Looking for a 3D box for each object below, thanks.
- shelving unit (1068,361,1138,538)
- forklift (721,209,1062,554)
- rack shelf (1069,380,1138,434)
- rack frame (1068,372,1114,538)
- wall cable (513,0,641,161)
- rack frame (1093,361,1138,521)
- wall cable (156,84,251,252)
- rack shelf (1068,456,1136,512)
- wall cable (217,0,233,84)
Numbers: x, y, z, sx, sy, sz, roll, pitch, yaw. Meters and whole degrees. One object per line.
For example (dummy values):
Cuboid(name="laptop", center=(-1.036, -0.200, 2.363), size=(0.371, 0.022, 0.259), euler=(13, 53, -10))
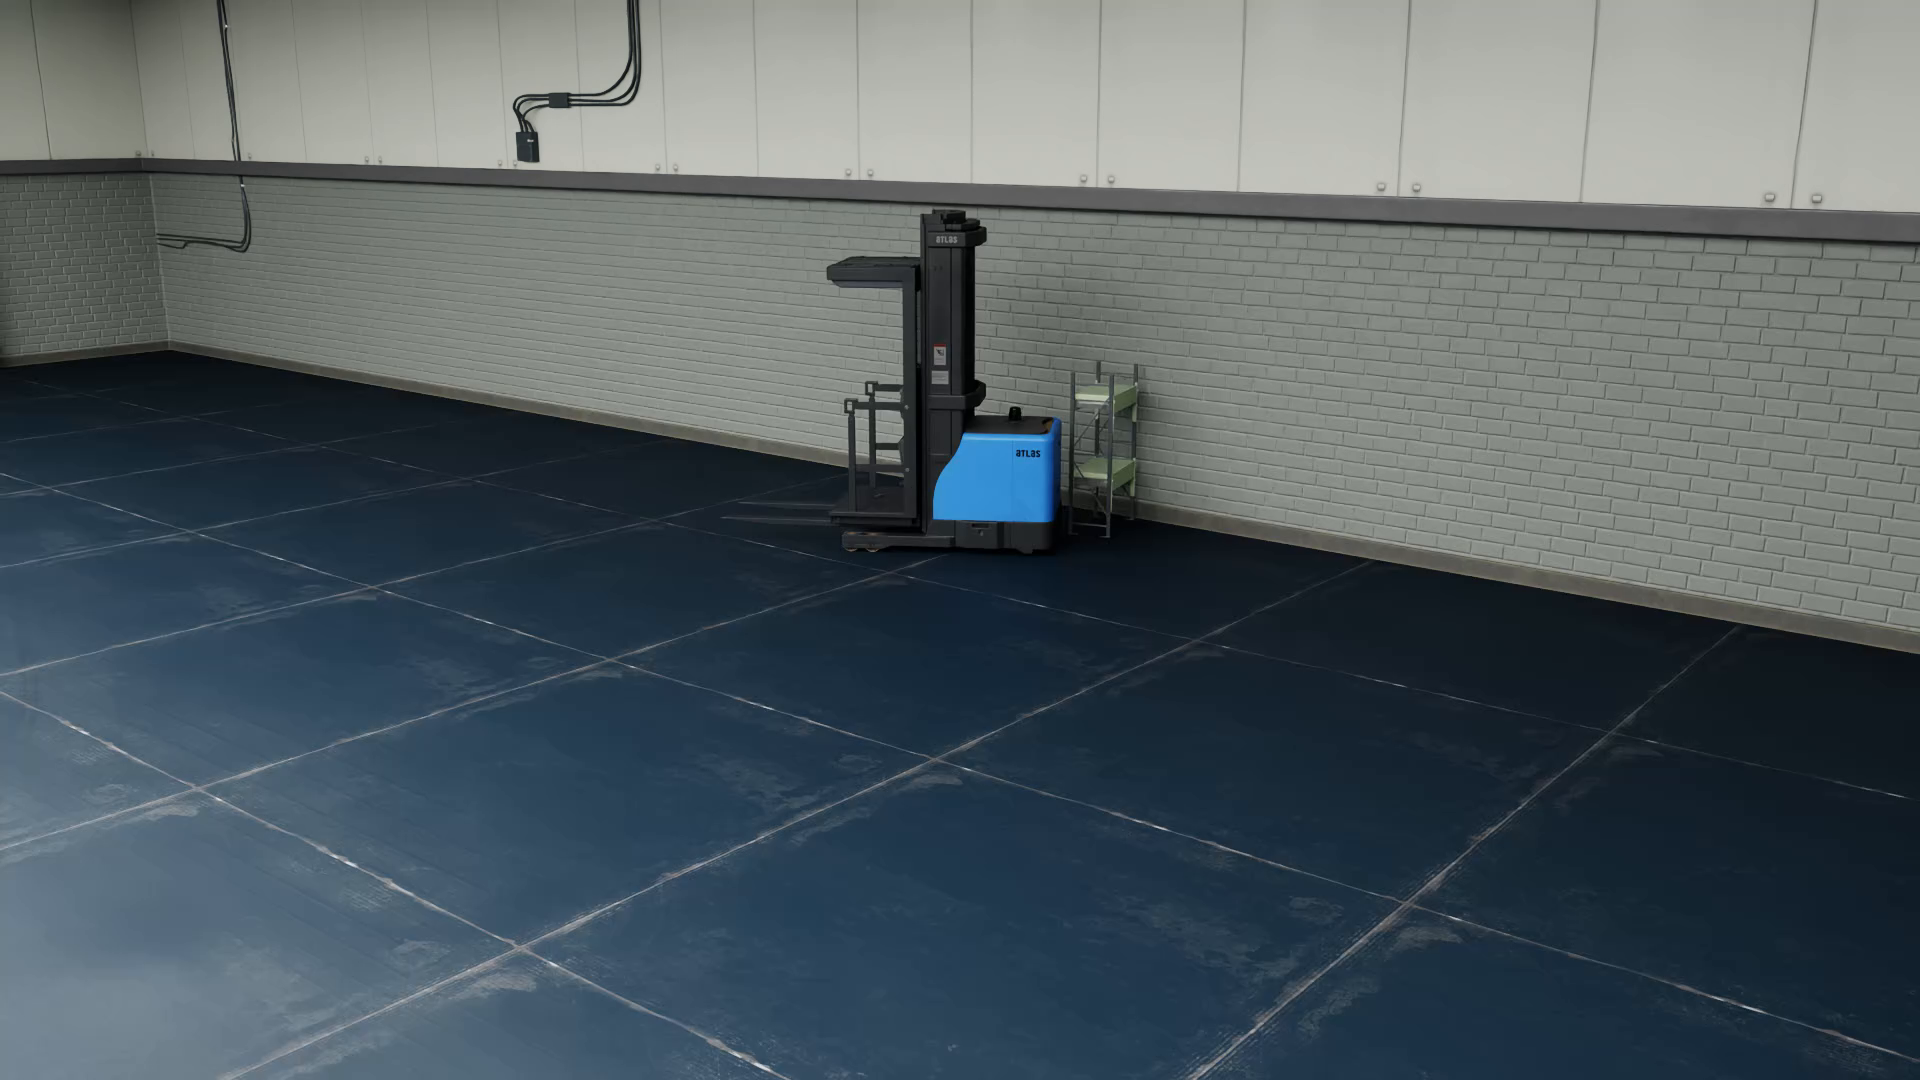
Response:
Cuboid(name="shelving unit", center=(1.329, -0.851, 15.426), size=(0.431, 1.500, 0.755), euler=(6, 15, 22))
Cuboid(name="forklift", center=(-0.618, -1.440, 14.840), size=(3.031, 2.935, 1.130), euler=(2, 14, 7))
Cuboid(name="rack shelf", center=(1.329, -1.229, 15.330), size=(0.431, 0.370, 0.720), euler=(6, 15, 22))
Cuboid(name="rack frame", center=(1.187, -0.768, 15.099), size=(0.400, 1.500, 0.023), euler=(6, 15, 22))
Cuboid(name="wall cable", center=(-4.594, -7.458, 19.298), size=(2.305, 6.003, 0.169), euler=(11, 18, 38))
Cuboid(name="rack frame", center=(1.472, -0.934, 15.753), size=(0.400, 1.500, 0.023), euler=(6, 15, 22))
Cuboid(name="wall cable", center=(-11.968, -5.777, 25.894), size=(3.097, 2.526, 0.112), euler=(11, 18, 38))
Cuboid(name="rack shelf", center=(1.329, -0.535, 15.506), size=(0.431, 0.370, 0.720), euler=(6, 15, 22))
Cuboid(name="wall cable", center=(-9.864, -7.806, 23.624), size=(3.097, 2.526, 0.112), euler=(11, 18, 38))
